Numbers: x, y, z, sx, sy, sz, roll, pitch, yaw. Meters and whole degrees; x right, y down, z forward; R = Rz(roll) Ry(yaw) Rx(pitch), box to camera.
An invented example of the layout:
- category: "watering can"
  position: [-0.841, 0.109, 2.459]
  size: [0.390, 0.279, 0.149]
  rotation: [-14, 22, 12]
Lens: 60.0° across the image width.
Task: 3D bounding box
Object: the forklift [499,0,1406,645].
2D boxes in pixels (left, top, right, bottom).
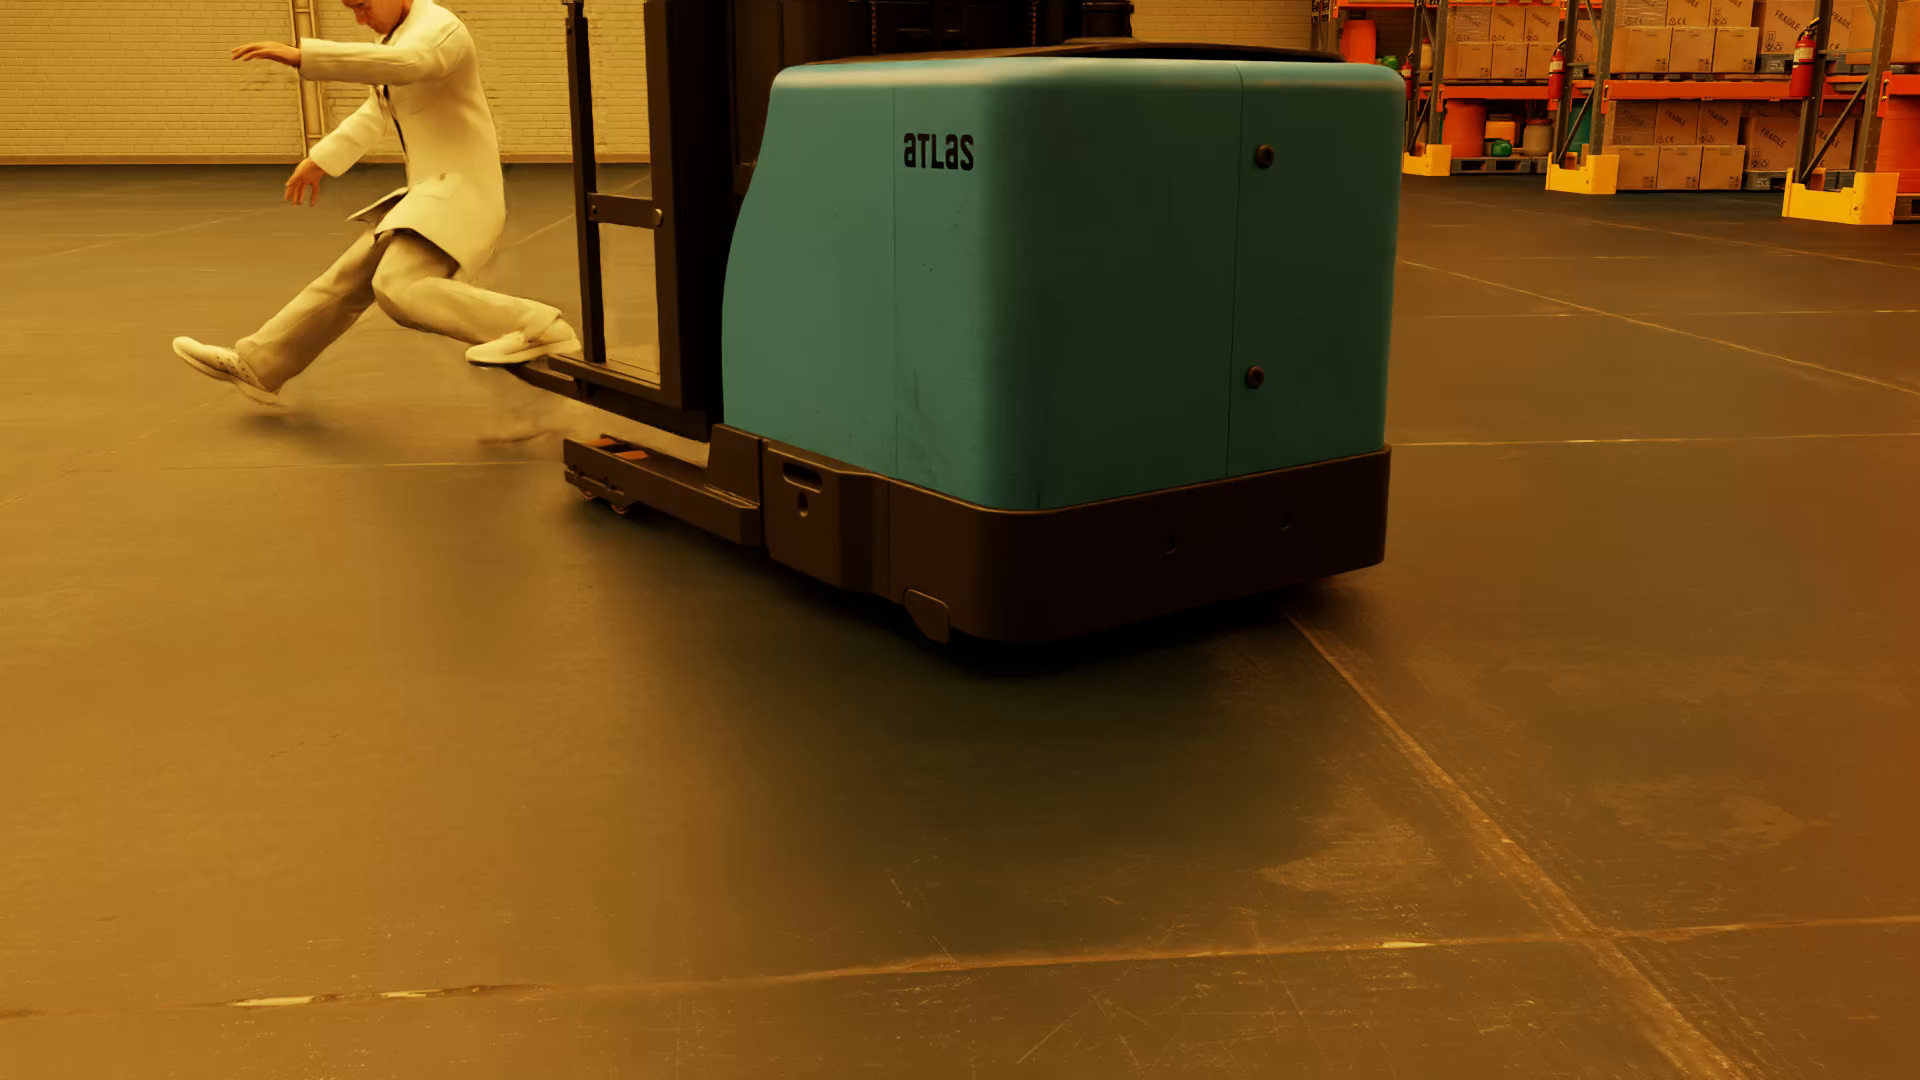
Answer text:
- category: "forklift"
  position: [-0.375, -1.543, 4.038]
  size: [1.130, 2.935, 3.031]
  rotation: [-10, 18, -35]

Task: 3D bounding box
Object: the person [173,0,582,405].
- category: "person"
  position: [-1.876, -1.099, 5.186]
  size: [1.164, 1.445, 1.027]
  rotation: [-7, 16, -24]
